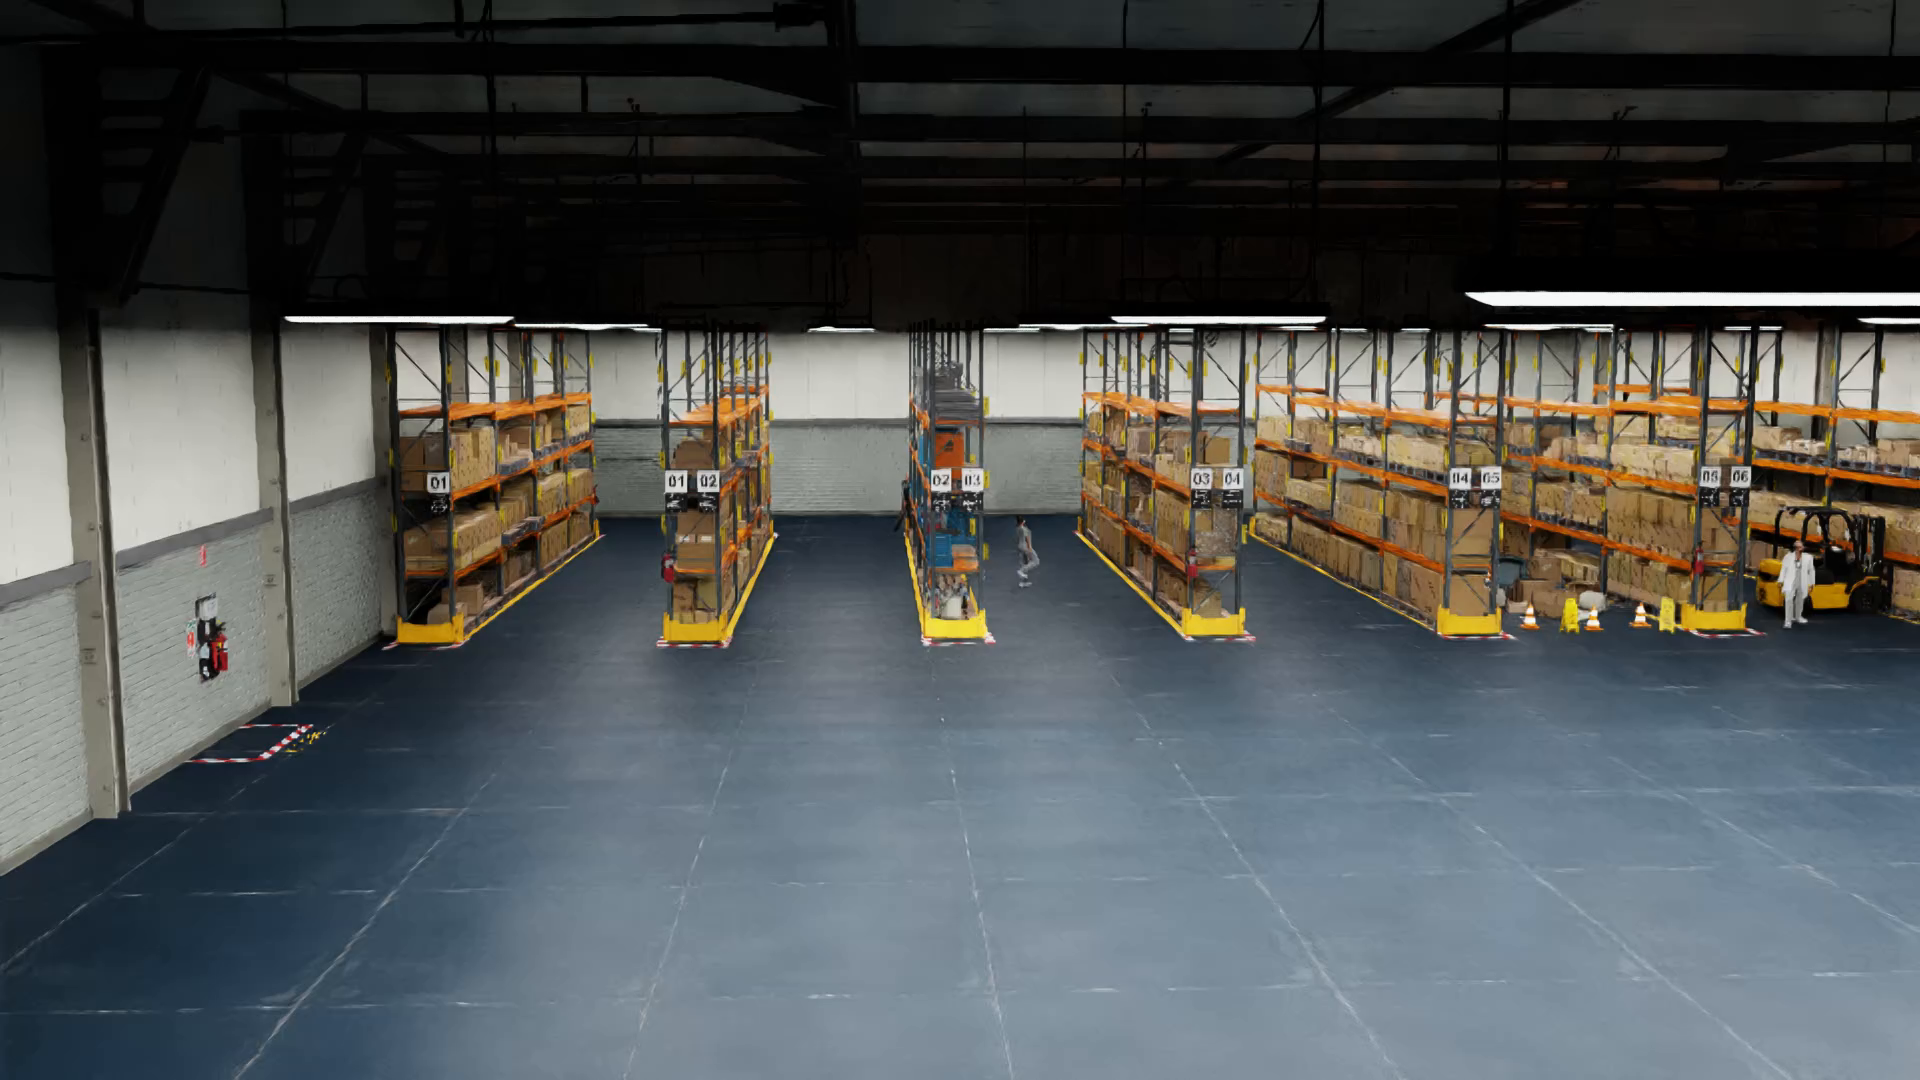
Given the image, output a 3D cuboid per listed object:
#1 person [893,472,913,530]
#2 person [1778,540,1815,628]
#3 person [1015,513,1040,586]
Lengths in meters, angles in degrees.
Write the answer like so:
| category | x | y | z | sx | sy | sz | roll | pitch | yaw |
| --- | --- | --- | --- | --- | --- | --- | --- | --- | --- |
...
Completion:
| category | x | y | z | sx | sy | sz | roll | pitch | yaw |
| --- | --- | --- | --- | --- | --- | --- | --- | --- | --- |
| person | -1.625 | -1.142 | 48.731 | 0.478 | 1.716 | 0.710 | 7 | 10 | 43 |
| person | 16.405 | 0.848 | 32.621 | 0.635 | 1.721 | 1.045 | 2 | 7 | 17 |
| person | 1.501 | 0.224 | 37.899 | 0.489 | 1.659 | 0.522 | -4 | 8 | -29 |
